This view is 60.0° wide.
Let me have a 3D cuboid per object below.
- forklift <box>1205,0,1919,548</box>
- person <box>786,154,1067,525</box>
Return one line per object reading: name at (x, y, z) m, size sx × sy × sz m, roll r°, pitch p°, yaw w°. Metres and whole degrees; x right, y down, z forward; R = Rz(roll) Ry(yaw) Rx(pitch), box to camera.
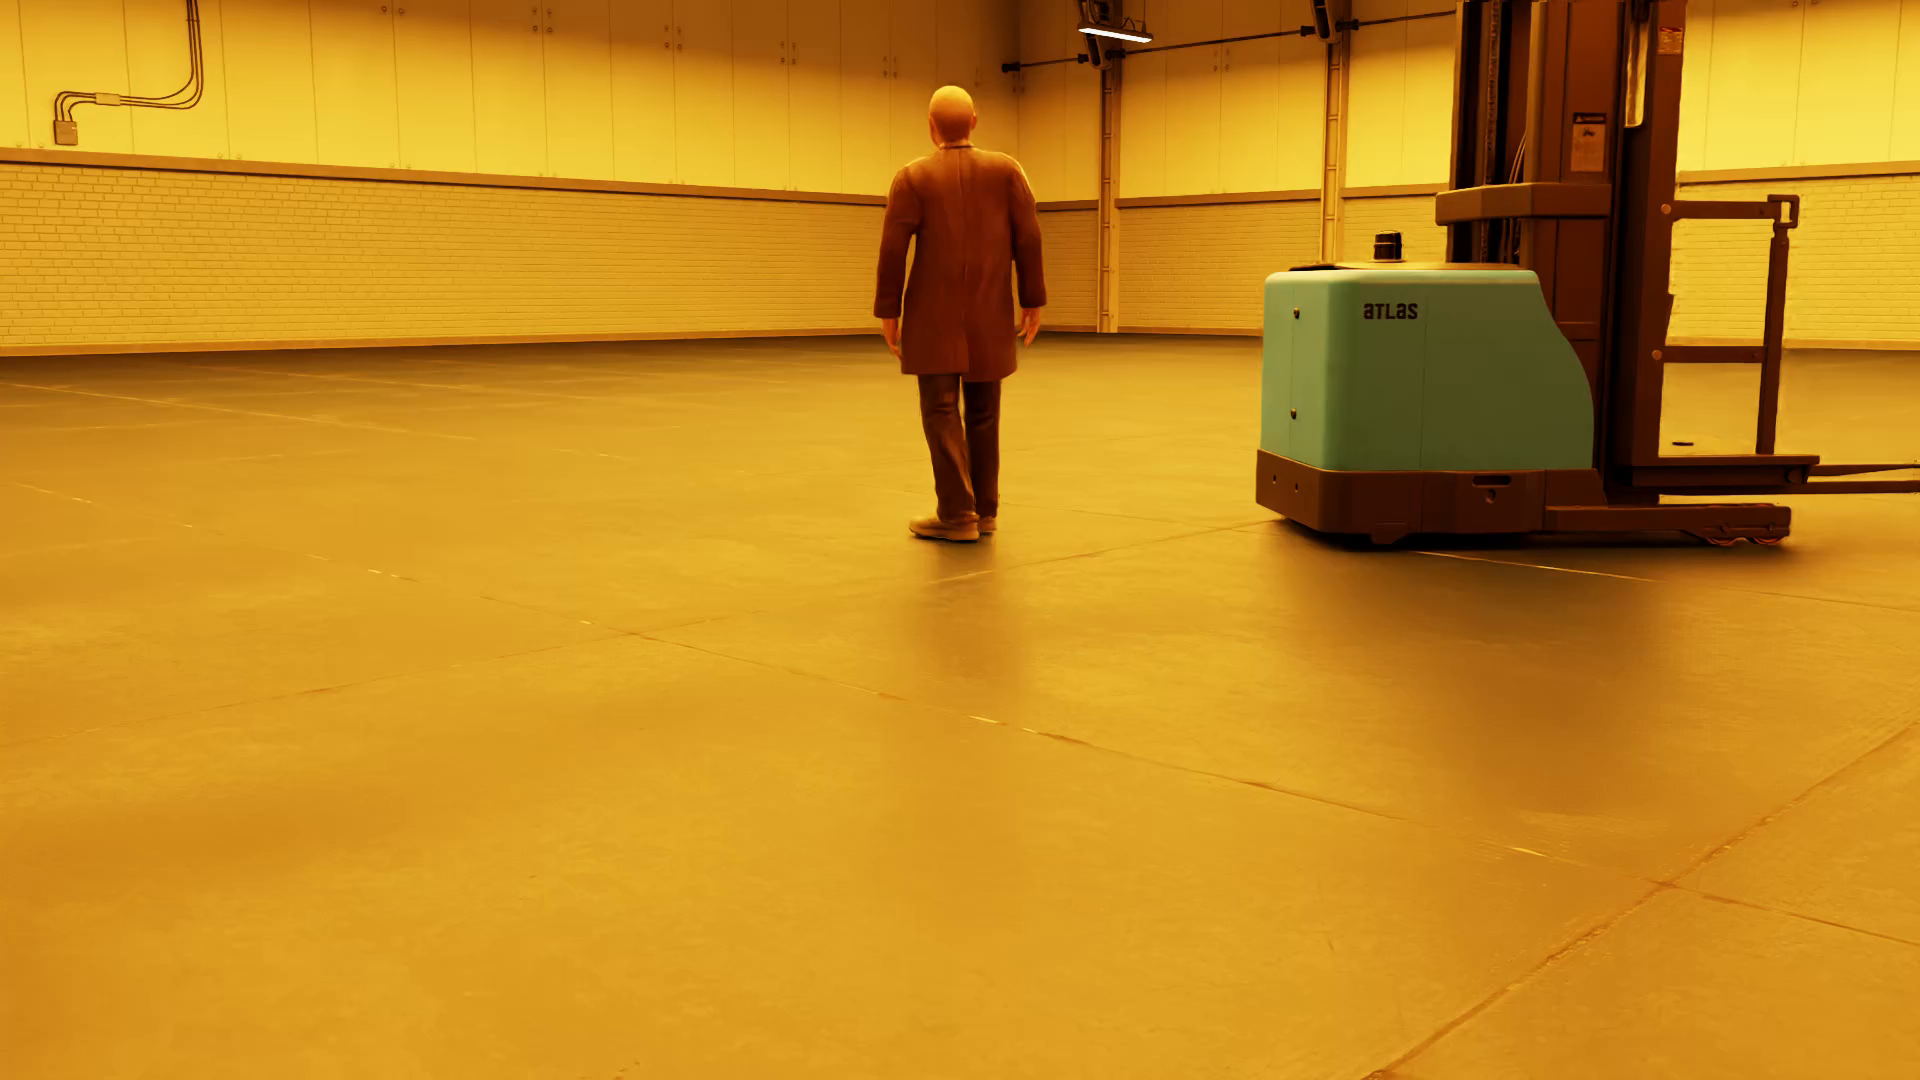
forklift at (2.627, -1.497, 6.813) m, size 3.031 × 2.935 × 1.130 m, roll -1°, pitch 9°, yaw -6°
person at (-0.125, -0.816, 6.998) m, size 1.116 × 1.530 × 0.909 m, roll -5°, pitch 10°, yaw -31°
